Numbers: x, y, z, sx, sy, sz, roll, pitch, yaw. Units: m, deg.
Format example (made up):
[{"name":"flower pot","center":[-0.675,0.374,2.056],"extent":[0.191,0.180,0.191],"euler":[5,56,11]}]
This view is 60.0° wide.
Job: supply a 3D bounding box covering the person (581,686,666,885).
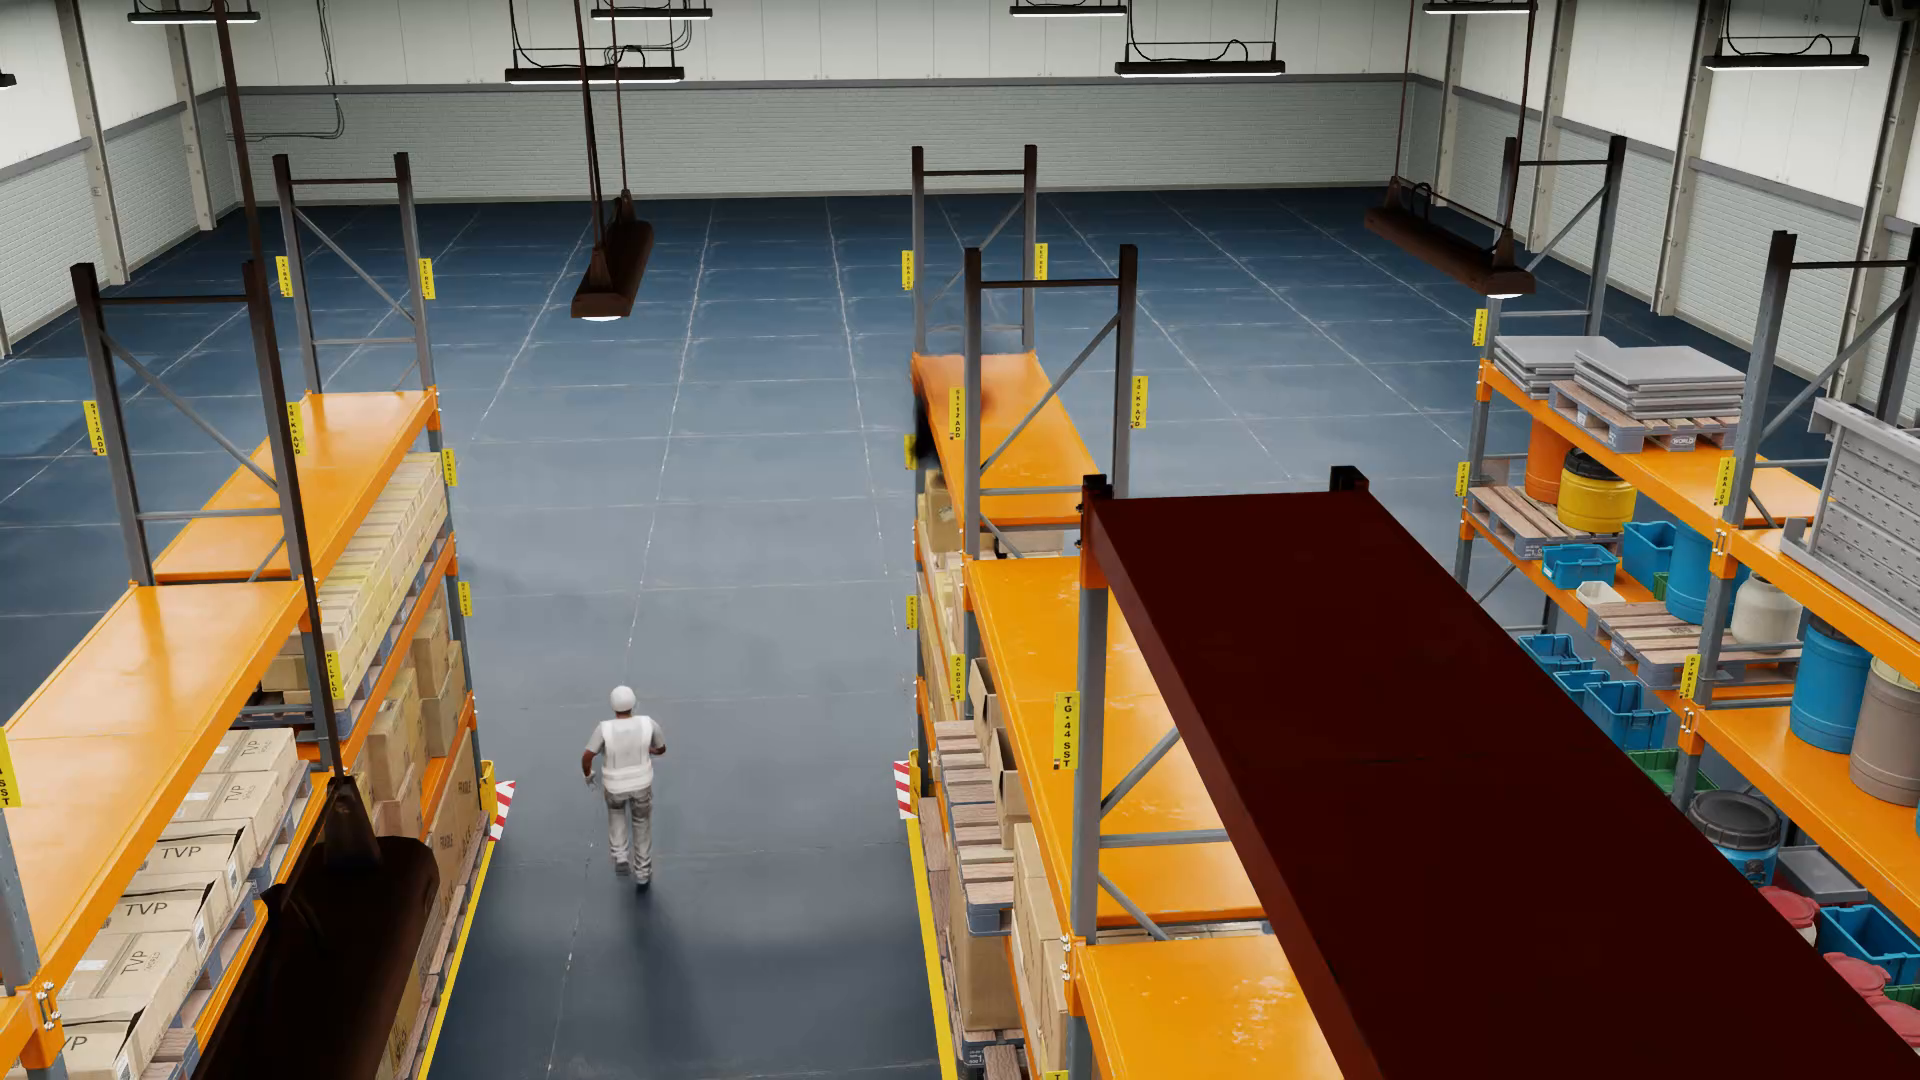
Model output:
[{"name":"person","center":[-2.837,2.044,14.102],"extent":[0.709,1.791,0.690],"euler":[-6,22,-14]}]
